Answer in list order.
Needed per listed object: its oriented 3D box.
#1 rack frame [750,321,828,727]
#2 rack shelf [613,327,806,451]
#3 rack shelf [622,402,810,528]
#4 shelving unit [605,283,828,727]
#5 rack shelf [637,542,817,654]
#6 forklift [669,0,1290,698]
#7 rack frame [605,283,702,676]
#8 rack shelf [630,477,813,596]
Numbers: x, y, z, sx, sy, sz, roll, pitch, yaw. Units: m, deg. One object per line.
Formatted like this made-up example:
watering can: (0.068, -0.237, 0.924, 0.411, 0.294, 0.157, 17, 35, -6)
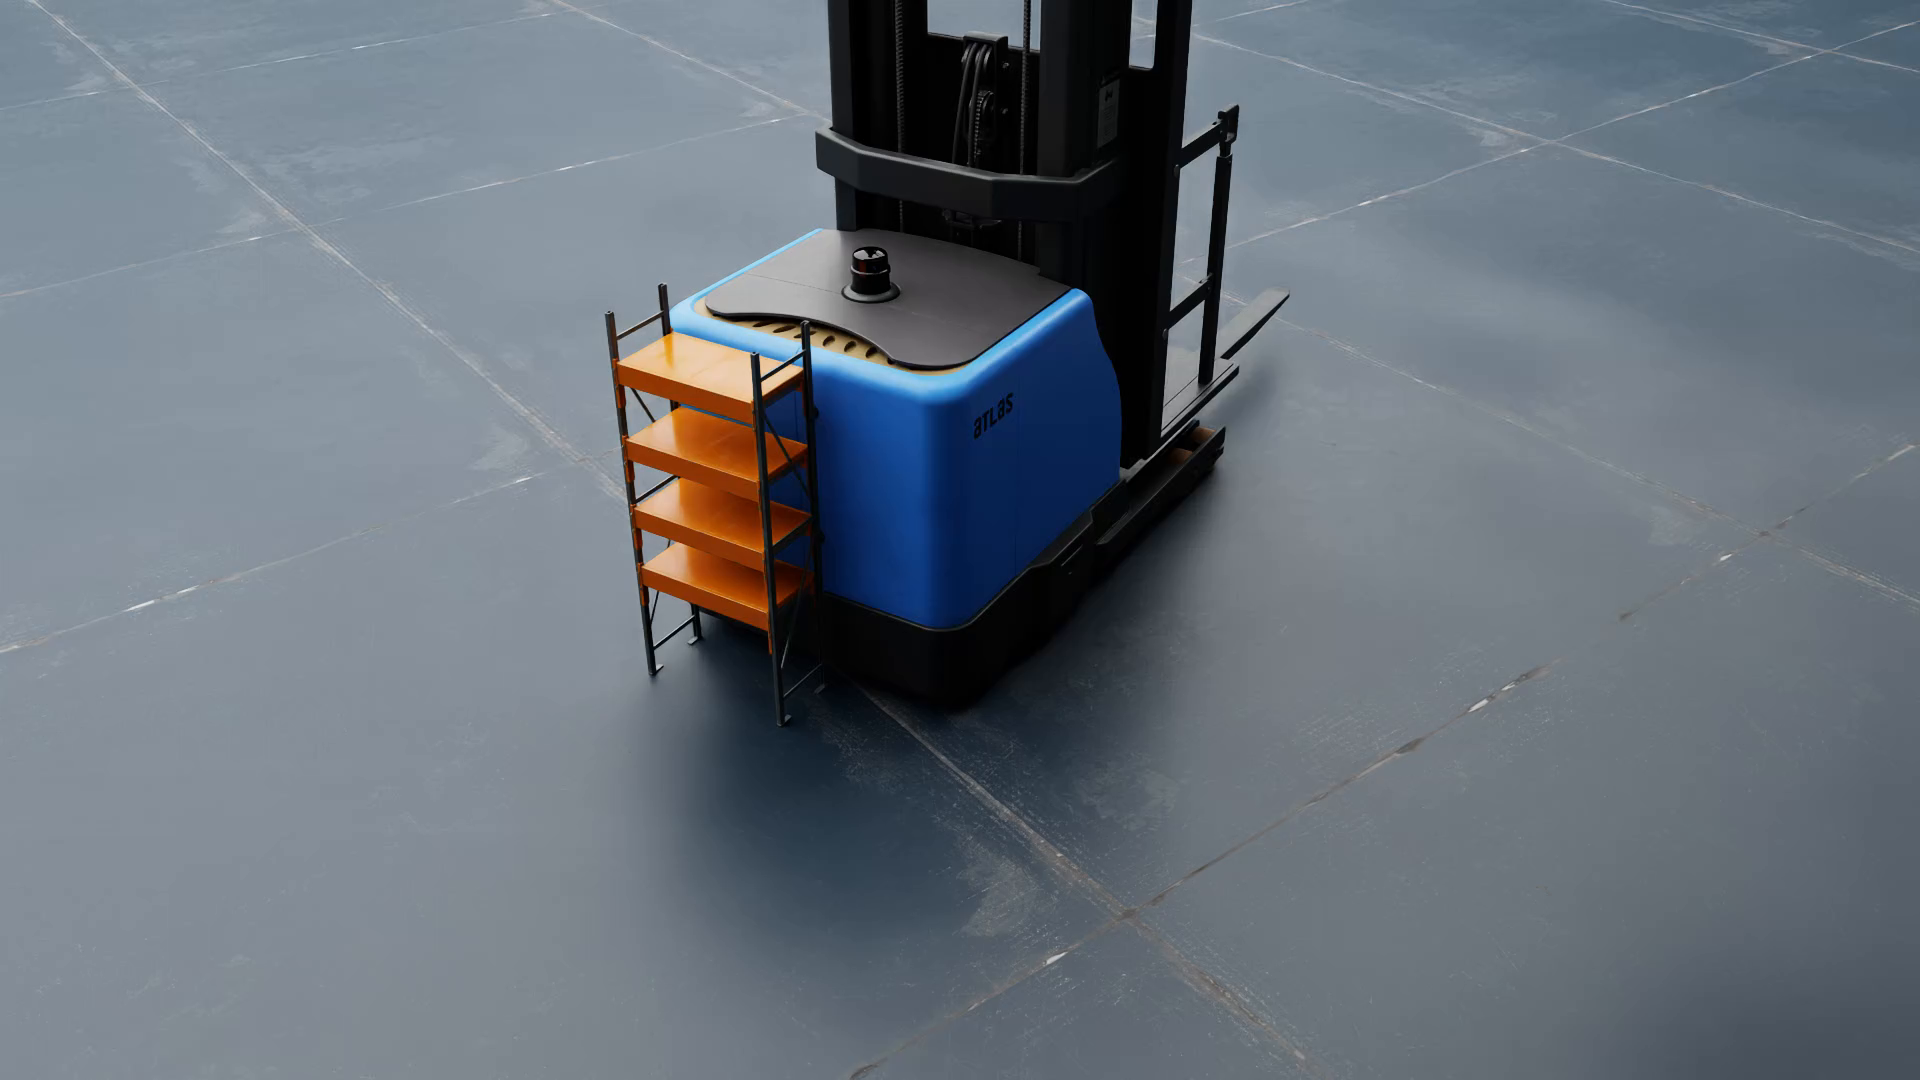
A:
rack frame: (-0.467, -0.017, 4.640, 0.015, 1.200, 0.240, 18, 36, 26)
rack shelf: (-0.676, -0.418, 4.541, 0.480, 0.148, 0.258, 18, 36, 26)
rack shelf: (-0.676, -0.217, 4.666, 0.480, 0.148, 0.258, 18, 36, 26)
shelving unit: (-0.676, -0.084, 4.748, 0.503, 1.200, 0.258, 18, 36, 26)
rack shelf: (-0.676, 0.142, 4.888, 0.480, 0.148, 0.258, 18, 36, 26)
forklift: (0.324, -1.526, 5.428, 1.130, 2.935, 3.031, 18, 36, 26)
rack frame: (-0.884, -0.151, 4.856, 0.015, 1.200, 0.240, 18, 36, 26)
rack shelf: (-0.676, -0.027, 4.784, 0.480, 0.148, 0.258, 18, 36, 26)
